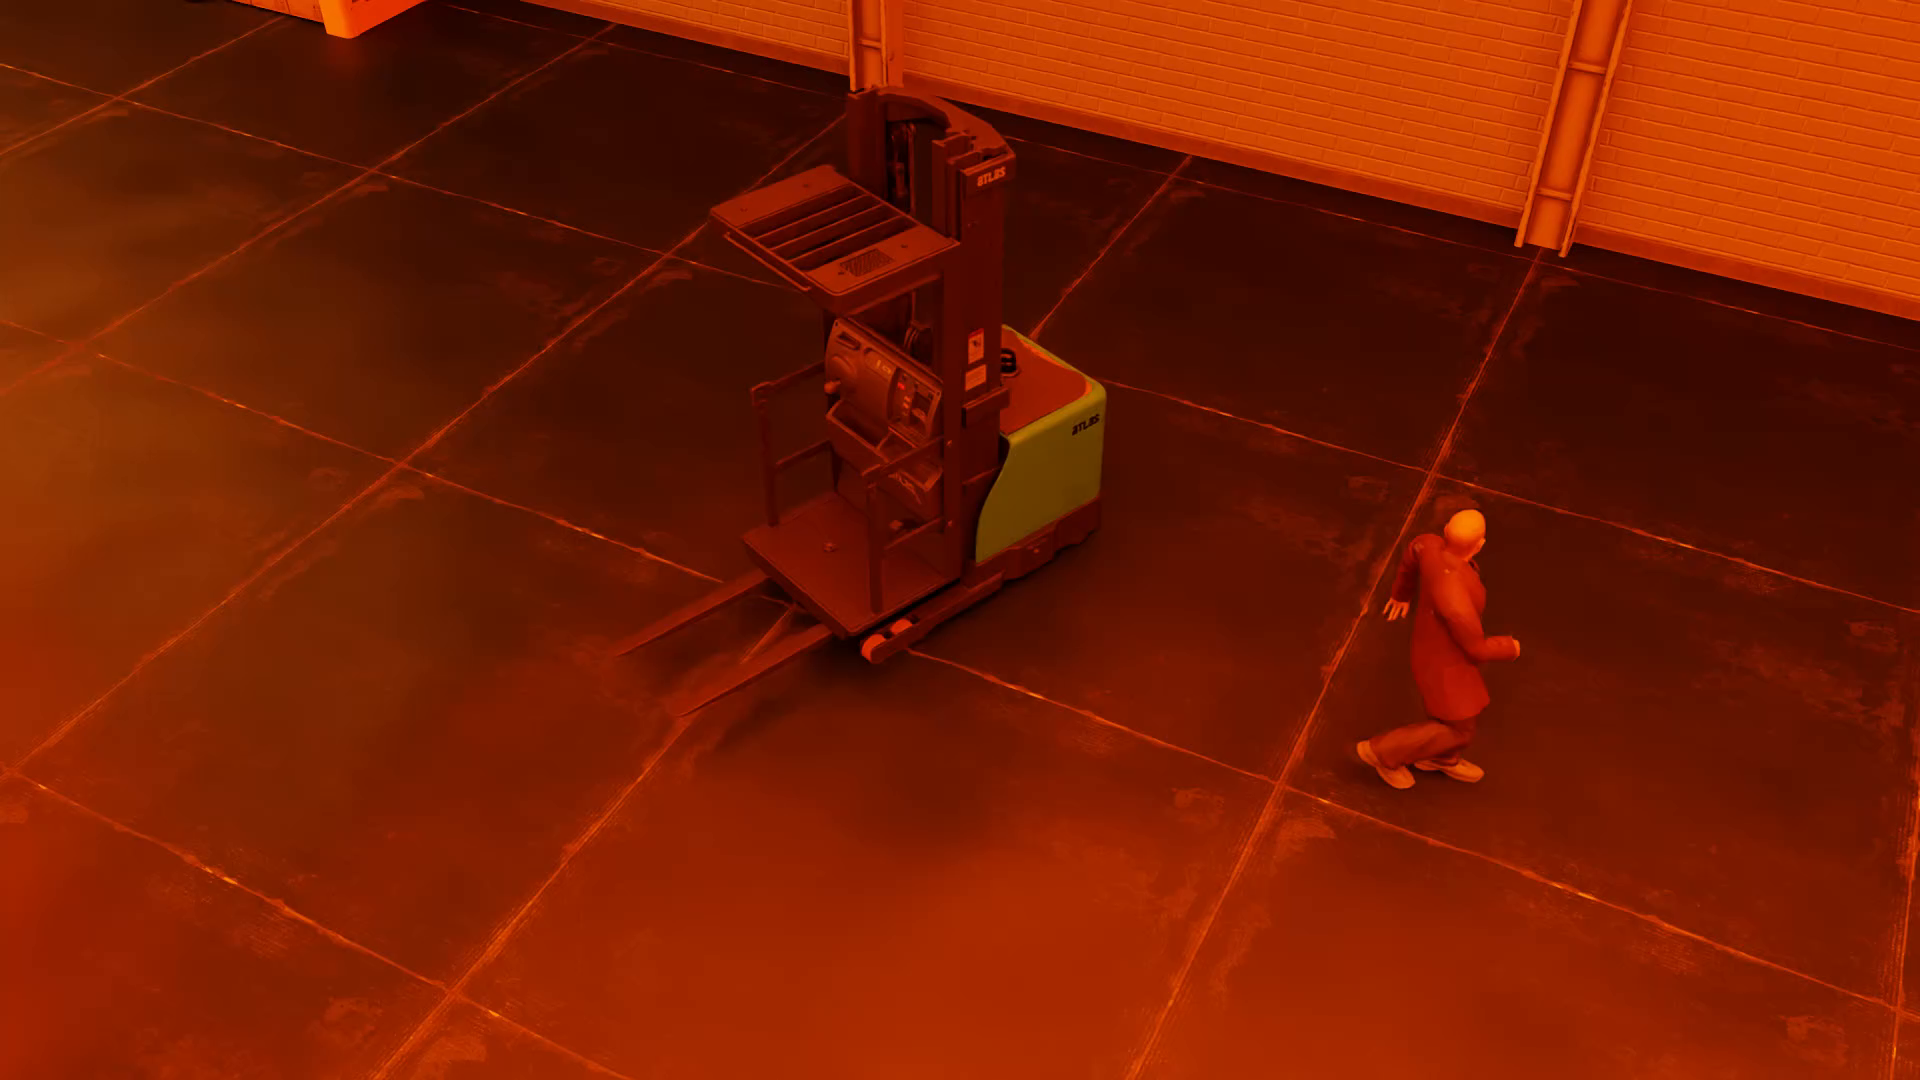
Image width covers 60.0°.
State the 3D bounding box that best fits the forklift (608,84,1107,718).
[{"bbox_3d":[-0.580,-0.804,8.941,3.031,2.935,1.130,-29,48,-30],"label":"forklift"}]

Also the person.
[{"bbox_3d":[2.428,0.539,8.297,0.688,1.720,0.740,8,41,9],"label":"person"}]
